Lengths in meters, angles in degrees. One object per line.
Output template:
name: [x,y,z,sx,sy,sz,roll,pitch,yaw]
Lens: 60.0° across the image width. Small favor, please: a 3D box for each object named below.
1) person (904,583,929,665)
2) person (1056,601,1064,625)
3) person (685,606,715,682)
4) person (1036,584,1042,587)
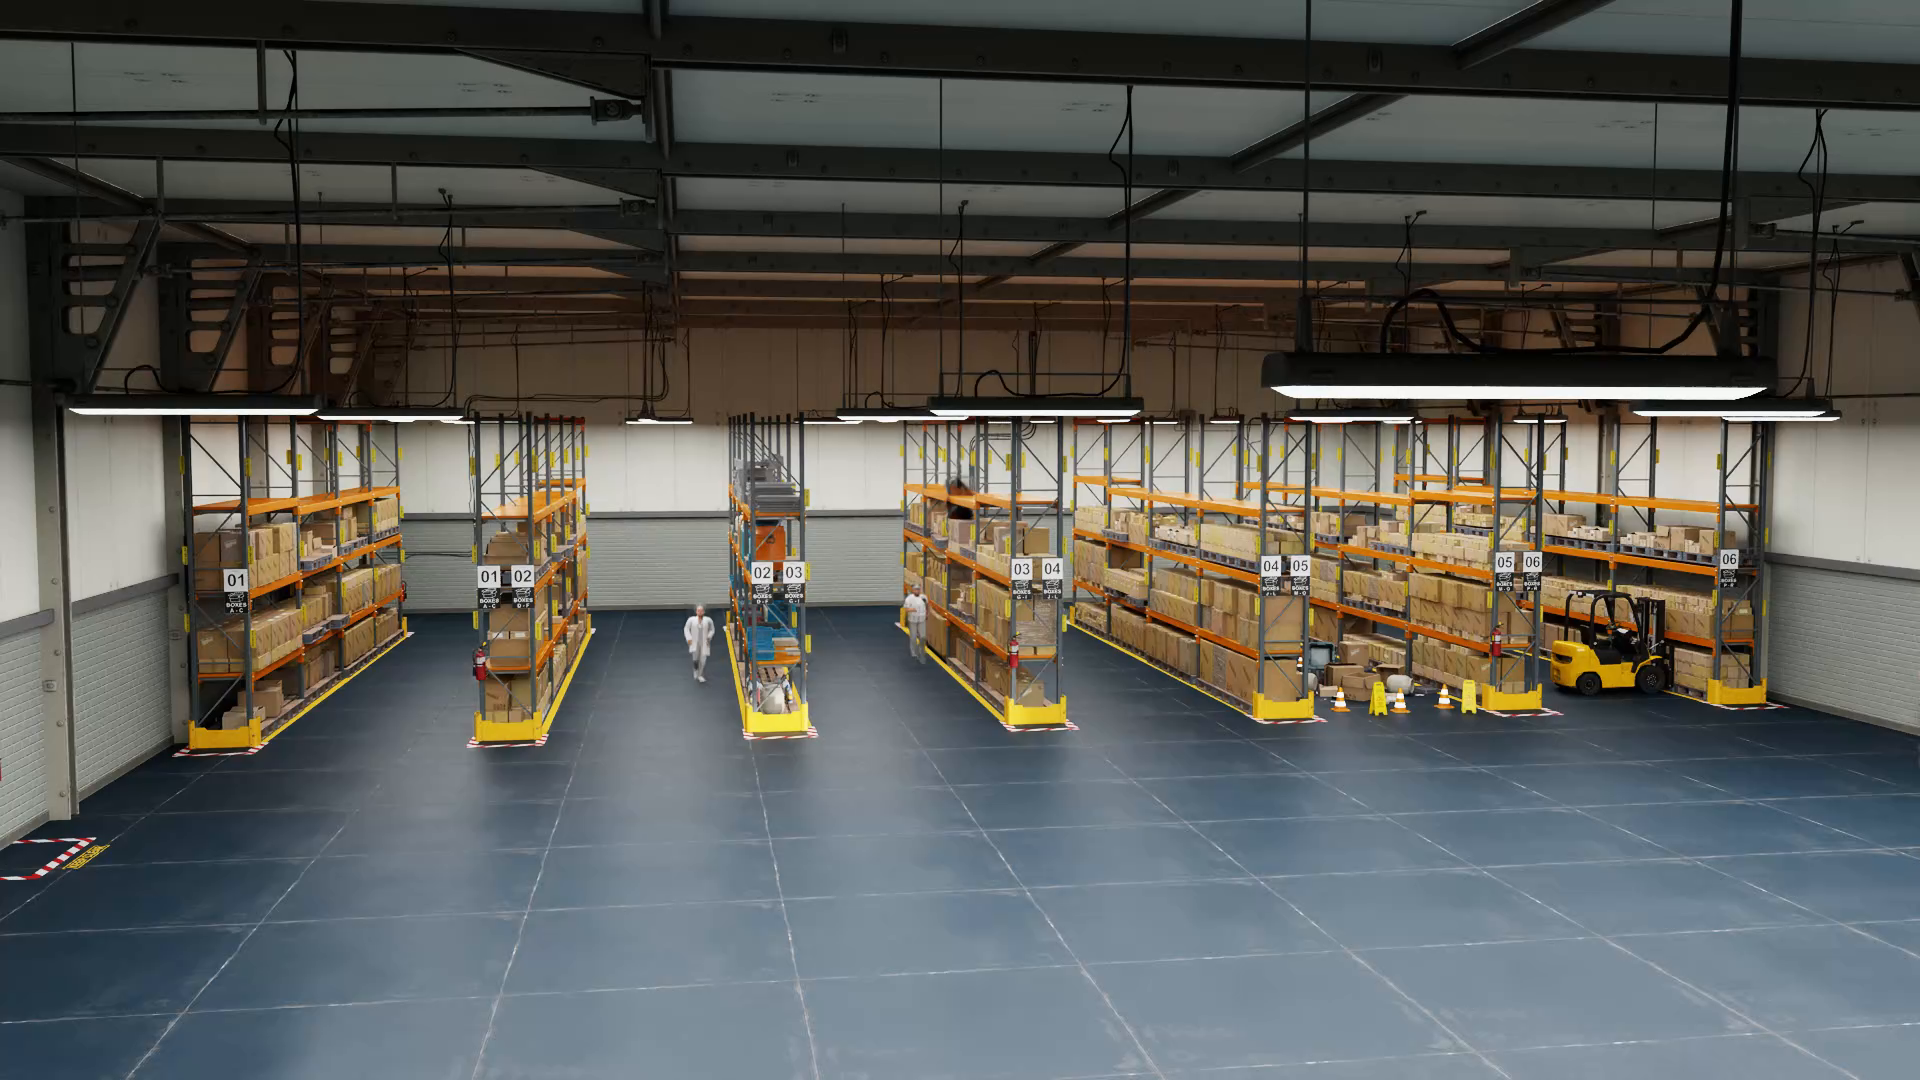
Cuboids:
person: [-0.992,1.949,38.857,0.638,1.909,0.747,-1,4,-12]
person: [2.169,1.812,39.943,0.649,1.861,0.782,-1,4,-18]
person: [-5.826,2.334,37.274,0.660,1.715,0.653,-1,4,-12]
person: [2.128,1.666,47.665,0.657,1.614,0.590,0,4,-5]
